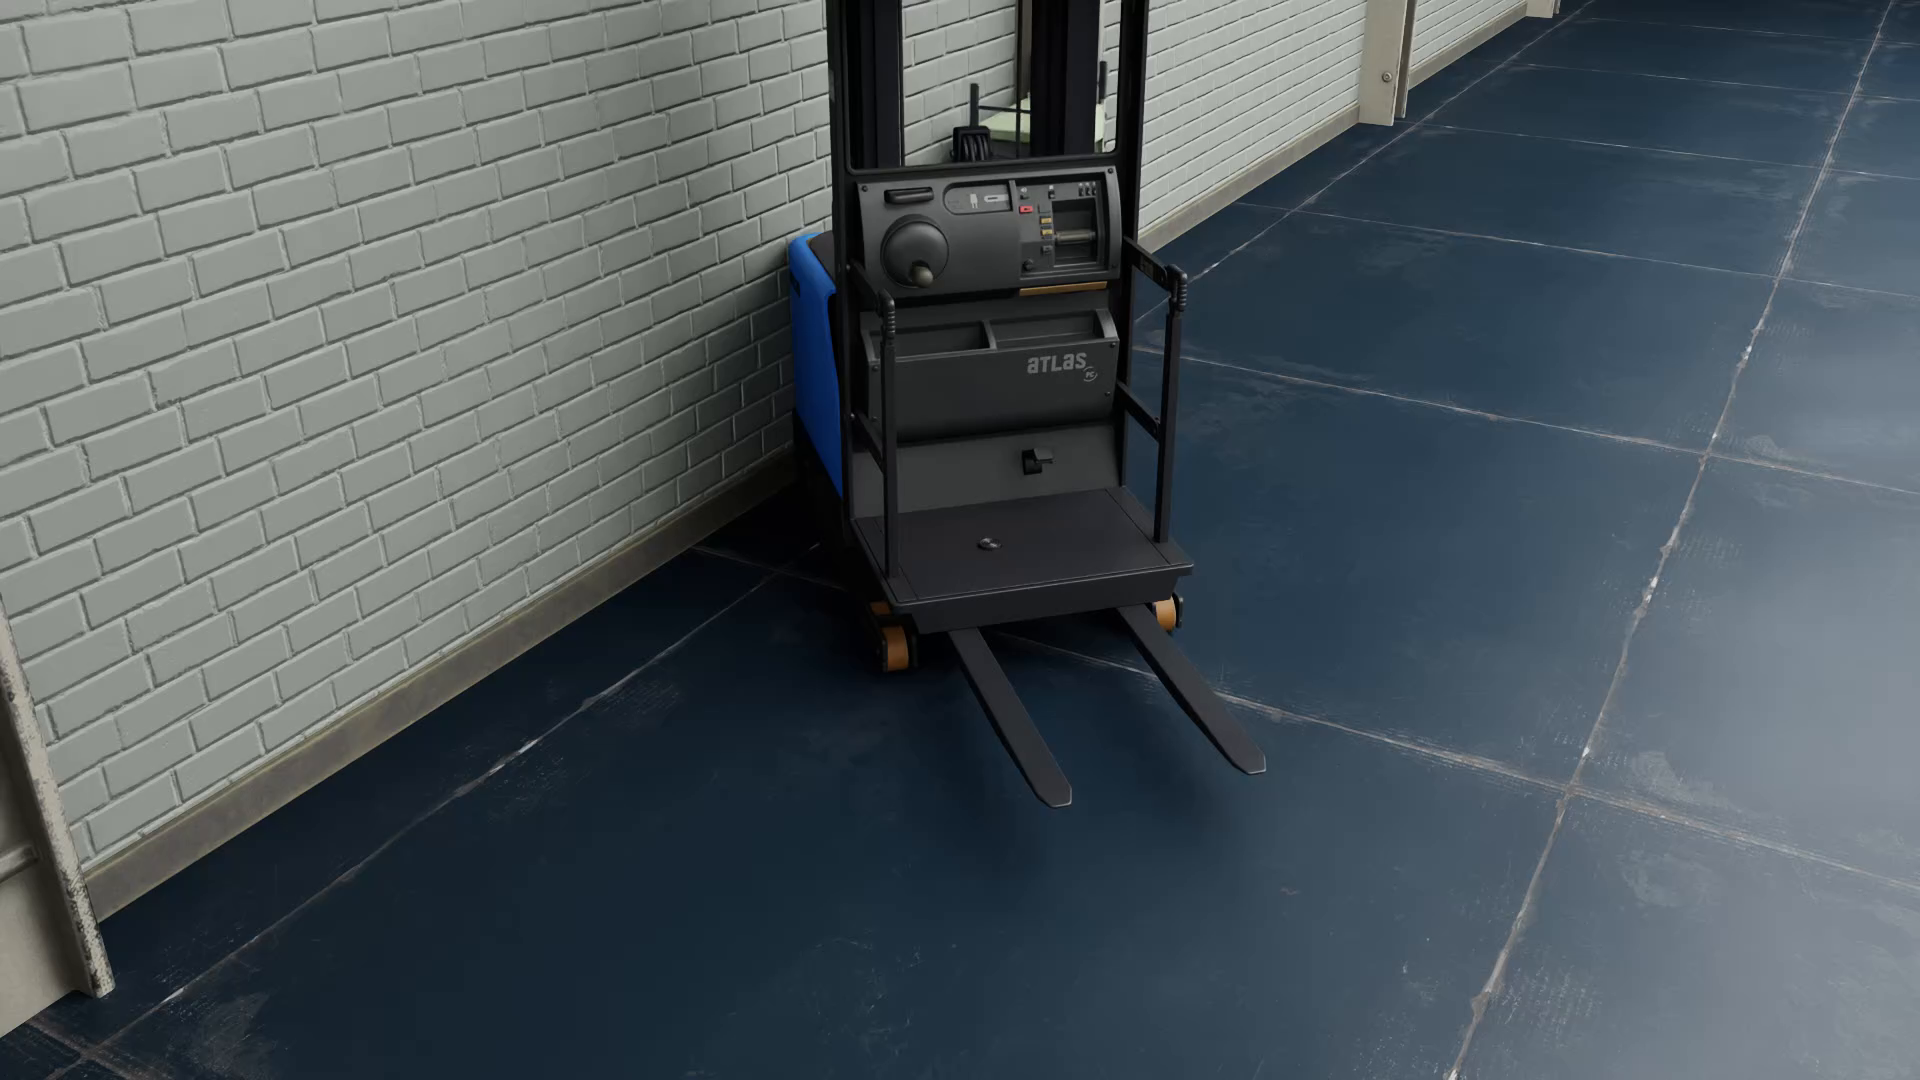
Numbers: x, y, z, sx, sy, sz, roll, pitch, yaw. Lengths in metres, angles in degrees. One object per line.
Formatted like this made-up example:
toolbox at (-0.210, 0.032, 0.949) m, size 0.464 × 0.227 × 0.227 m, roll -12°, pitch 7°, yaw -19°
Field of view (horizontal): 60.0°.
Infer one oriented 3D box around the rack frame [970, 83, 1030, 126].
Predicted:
rack frame at (0.231, -1.364, 7.797) m, size 0.400 × 1.500 × 0.023 m, roll 11°, pitch 29°, yaw 21°

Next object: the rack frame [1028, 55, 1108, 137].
rack frame at (0.521, -1.665, 8.399) m, size 0.400 × 1.500 × 0.023 m, roll 11°, pitch 29°, yaw 21°

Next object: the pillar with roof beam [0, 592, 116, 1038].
pillar with roof beam at (1.289, -1.854, 0.400) m, size 9.100 × 9.000 × 0.400 m, roll 14°, pitch 30°, yaw 26°

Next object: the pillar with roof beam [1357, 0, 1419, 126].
pillar with roof beam at (7.193, -6.530, 9.742) m, size 9.100 × 9.000 × 0.400 m, roll 14°, pitch 30°, yaw 26°

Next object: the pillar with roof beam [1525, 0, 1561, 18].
pillar with roof beam at (10.144, -8.869, 14.414) m, size 9.100 × 9.000 × 0.400 m, roll 14°, pitch 30°, yaw 26°

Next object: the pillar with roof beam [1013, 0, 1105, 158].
pillar with roof beam at (4.241, -4.192, 5.071) m, size 9.100 × 9.000 × 0.400 m, roll 14°, pitch 30°, yaw 26°

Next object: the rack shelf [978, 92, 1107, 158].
rack shelf at (0.377, -1.863, 7.923) m, size 0.431 × 0.370 × 0.720 m, roll 11°, pitch 29°, yaw 21°

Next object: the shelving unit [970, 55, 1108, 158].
shelving unit at (0.376, -1.514, 8.098) m, size 0.431 × 1.500 × 0.755 m, roll 11°, pitch 29°, yaw 21°

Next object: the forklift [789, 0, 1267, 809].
forklift at (0.170, -1.042, 5.558) m, size 1.130 × 2.935 × 3.031 m, roll -7°, pitch 27°, yaw -14°
